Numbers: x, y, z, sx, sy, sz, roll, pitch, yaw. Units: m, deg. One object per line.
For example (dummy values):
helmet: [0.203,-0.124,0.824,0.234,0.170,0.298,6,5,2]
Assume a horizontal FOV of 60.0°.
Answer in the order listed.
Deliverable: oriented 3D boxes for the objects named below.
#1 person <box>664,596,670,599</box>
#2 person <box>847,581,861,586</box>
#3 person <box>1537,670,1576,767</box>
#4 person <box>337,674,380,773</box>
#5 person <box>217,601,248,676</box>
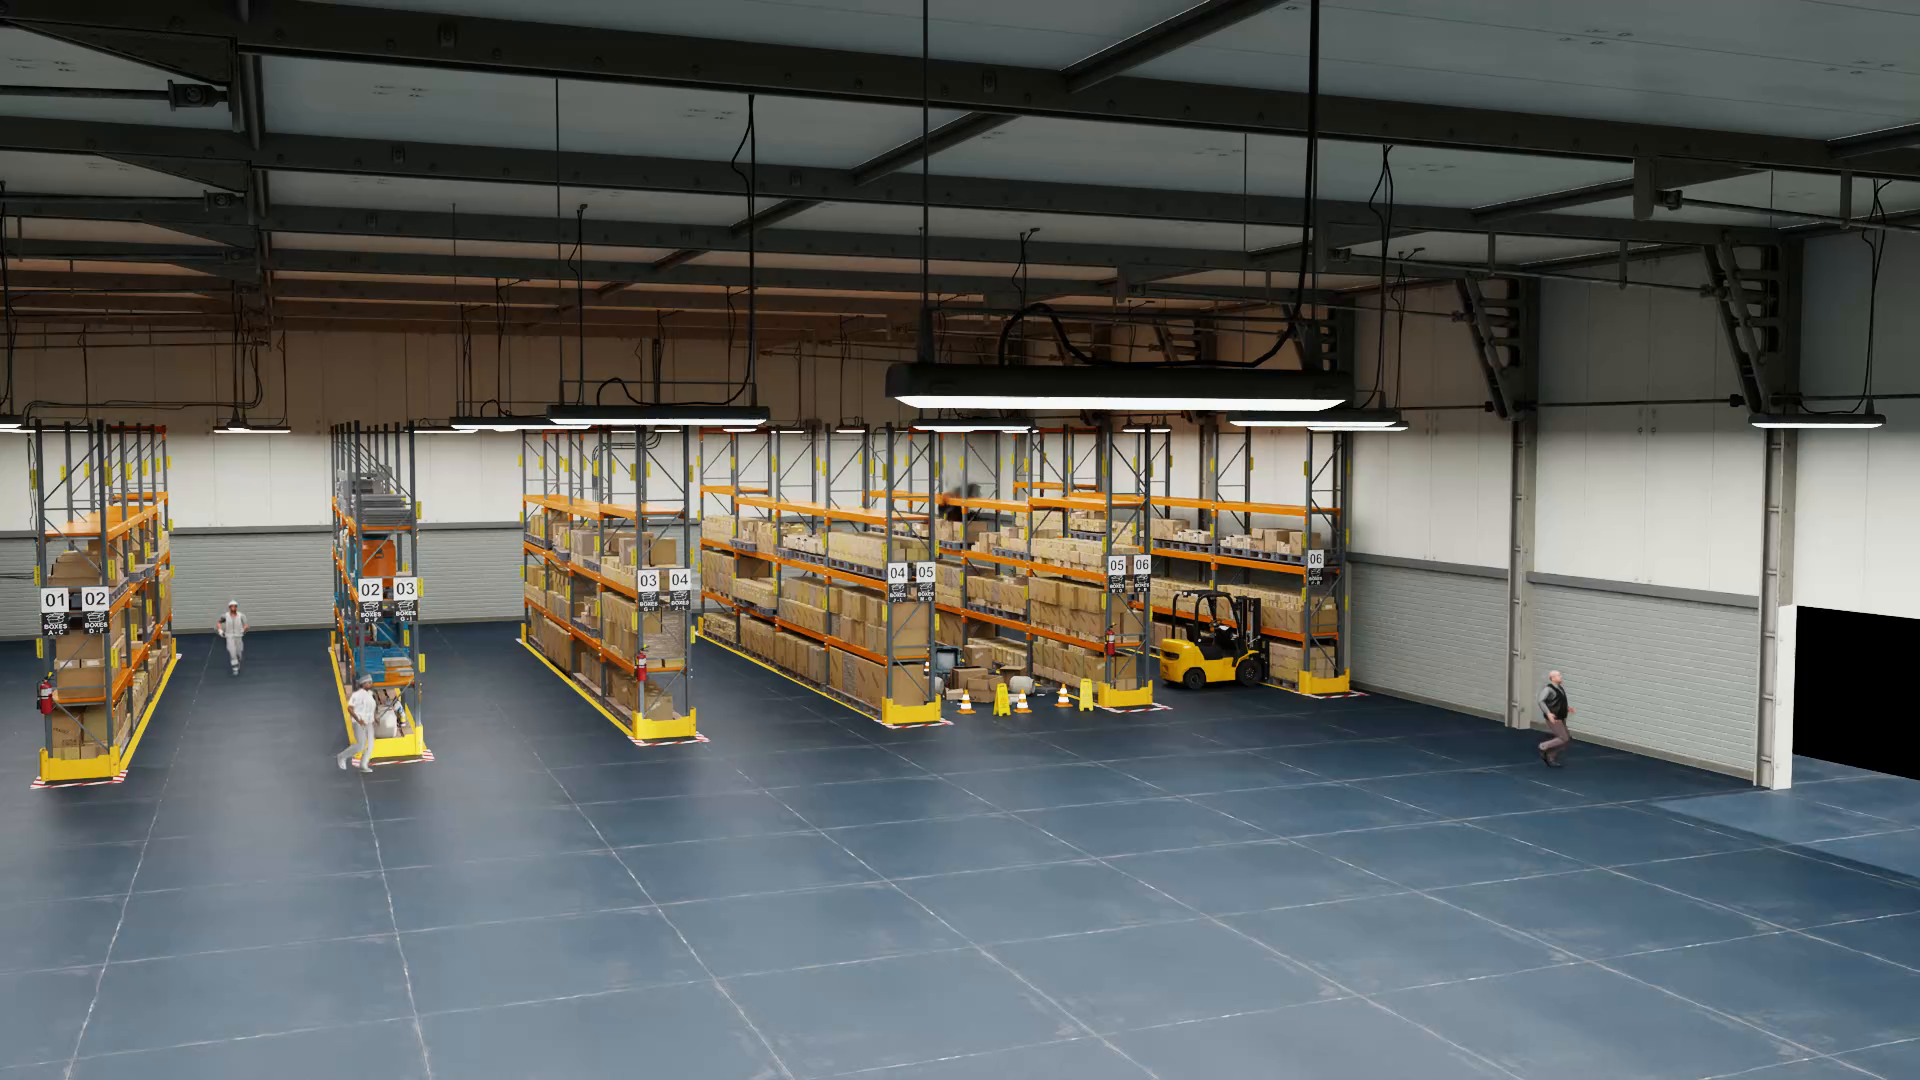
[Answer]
person: [-8.201,1.950,46.384,0.718,1.724,0.944,-1,4,-17]
person: [-3.313,1.641,51.237,0.972,1.753,0.738,0,4,-4]
person: [10.307,3.089,28.708,0.578,1.676,0.665,3,5,41]
person: [-10.225,3.121,28.446,0.664,1.637,0.652,1,4,18]
person: [-17.449,2.344,39.922,0.690,1.761,0.885,-2,4,-29]
